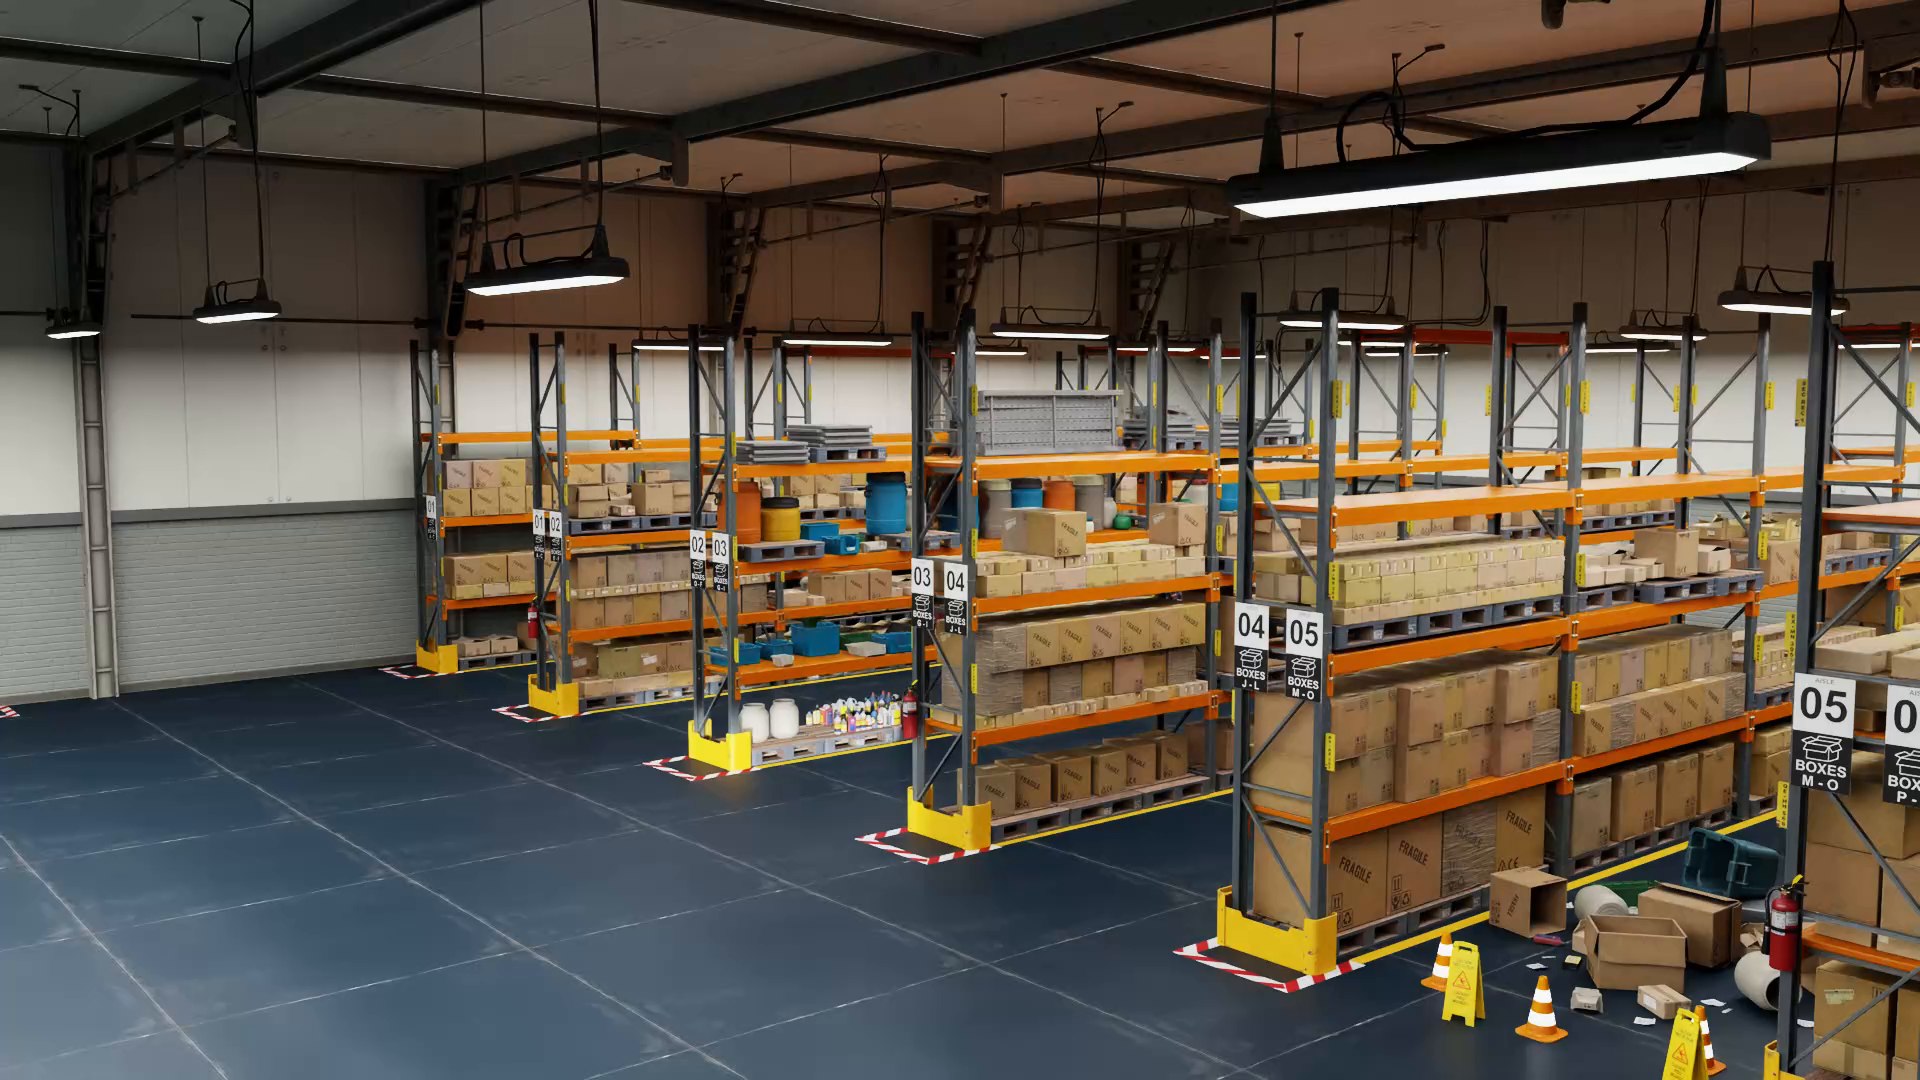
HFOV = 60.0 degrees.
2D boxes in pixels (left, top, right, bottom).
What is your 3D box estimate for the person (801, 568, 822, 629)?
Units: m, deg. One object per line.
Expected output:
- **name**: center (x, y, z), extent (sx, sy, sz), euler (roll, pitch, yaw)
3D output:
- **person**: center (-2.792, 1.304, 32.102), extent (0.578, 1.799, 0.459), euler (-5, 7, -44)
